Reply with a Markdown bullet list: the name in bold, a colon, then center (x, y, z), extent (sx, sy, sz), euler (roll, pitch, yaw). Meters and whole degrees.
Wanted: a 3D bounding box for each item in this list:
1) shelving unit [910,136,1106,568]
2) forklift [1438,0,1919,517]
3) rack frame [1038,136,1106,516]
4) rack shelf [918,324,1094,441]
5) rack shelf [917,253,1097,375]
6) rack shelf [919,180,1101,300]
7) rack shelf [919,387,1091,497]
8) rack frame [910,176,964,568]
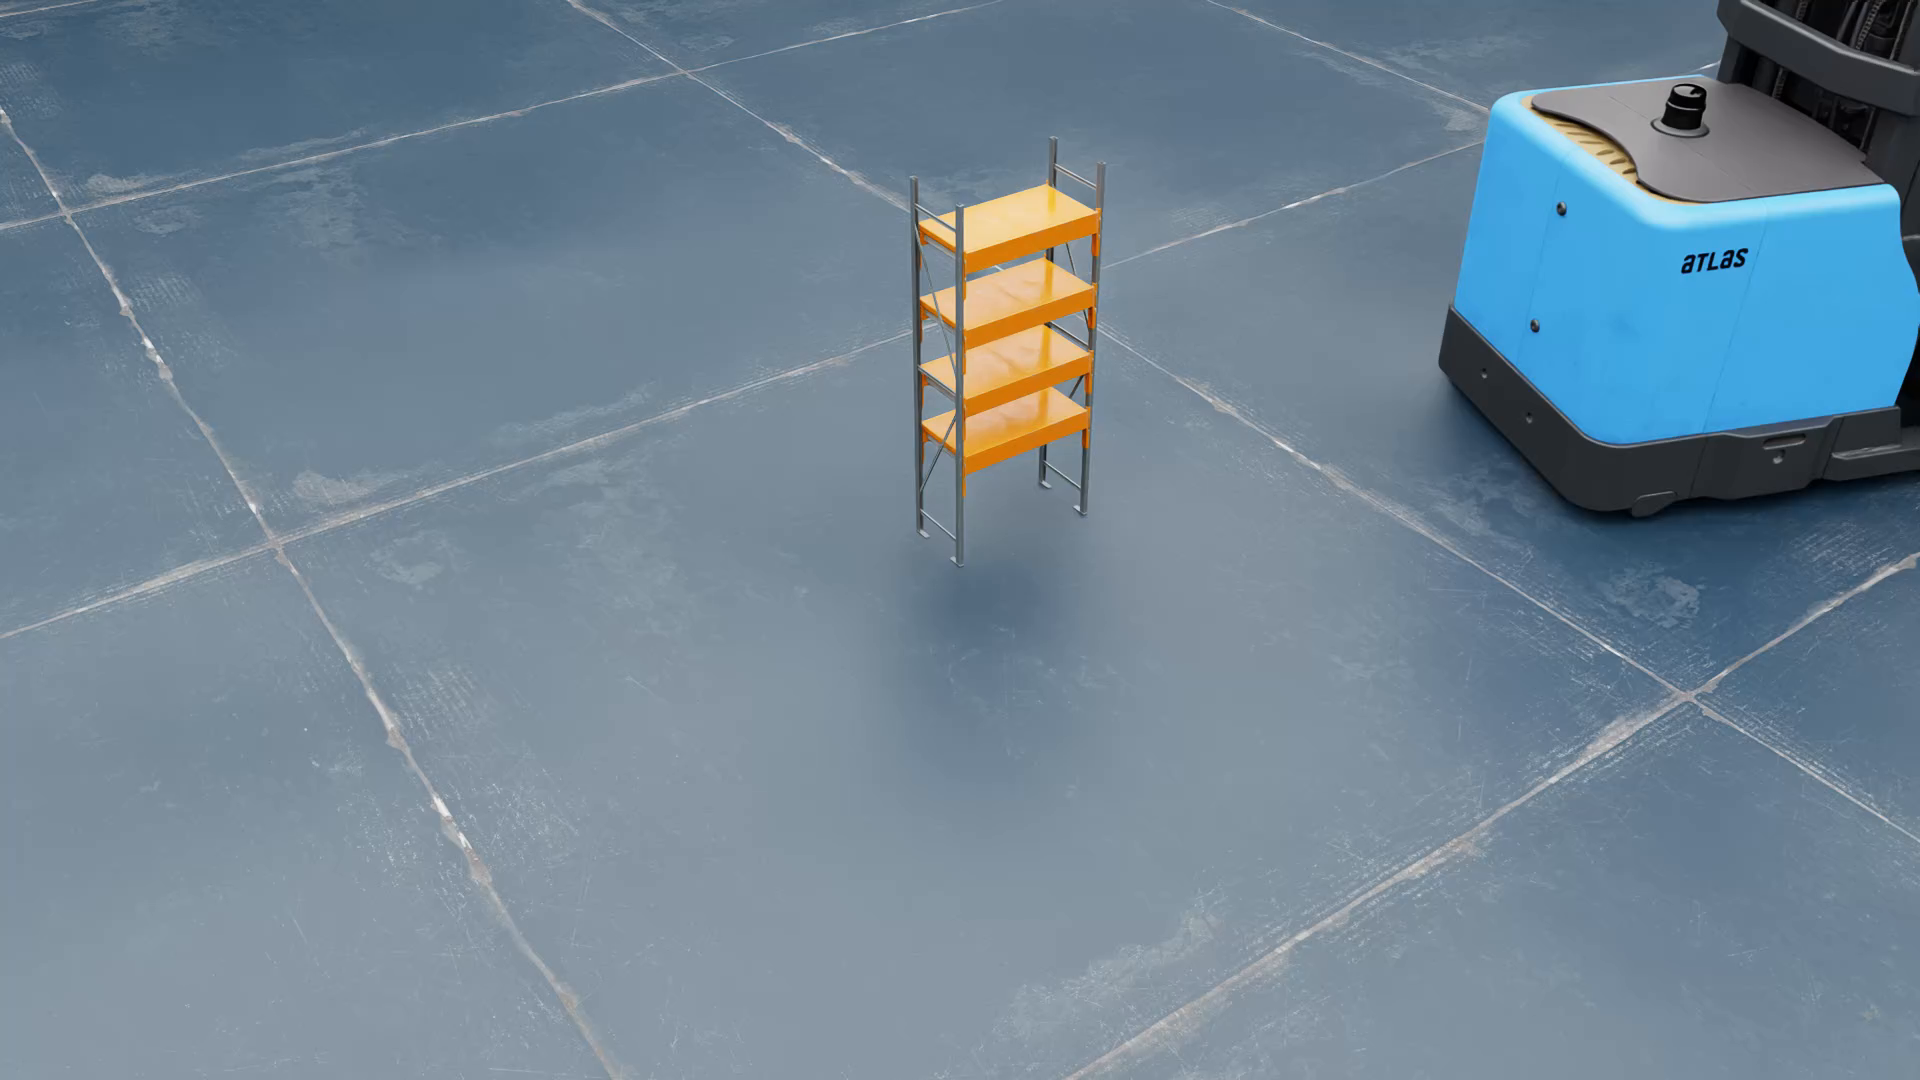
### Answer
- **shelving unit**: center (0.135, -0.543, 4.977), extent (0.503, 1.200, 0.258), euler (-22, 41, -28)
- **forklift**: center (3.300, -1.718, 5.129), extent (3.031, 2.935, 1.130), euler (-8, 37, -11)
- **rack frame**: center (0.335, -0.625, 5.091), extent (0.015, 1.200, 0.240), euler (-22, 41, -28)
- **rack shelf**: center (0.135, -0.488, 5.016), extent (0.480, 0.148, 0.258), euler (-22, 41, -28)
- **rack shelf**: center (0.135, -0.670, 4.886), extent (0.480, 0.148, 0.258), euler (-22, 41, -28)
- **rack shelf**: center (0.135, -0.862, 4.748), extent (0.480, 0.148, 0.258), euler (-22, 41, -28)
- **rack shelf**: center (0.135, -0.327, 5.132), extent (0.480, 0.148, 0.258), euler (-22, 41, -28)
- **rack frame**: center (-0.064, -0.461, 4.863), extent (0.015, 1.200, 0.240), euler (-22, 41, -28)
